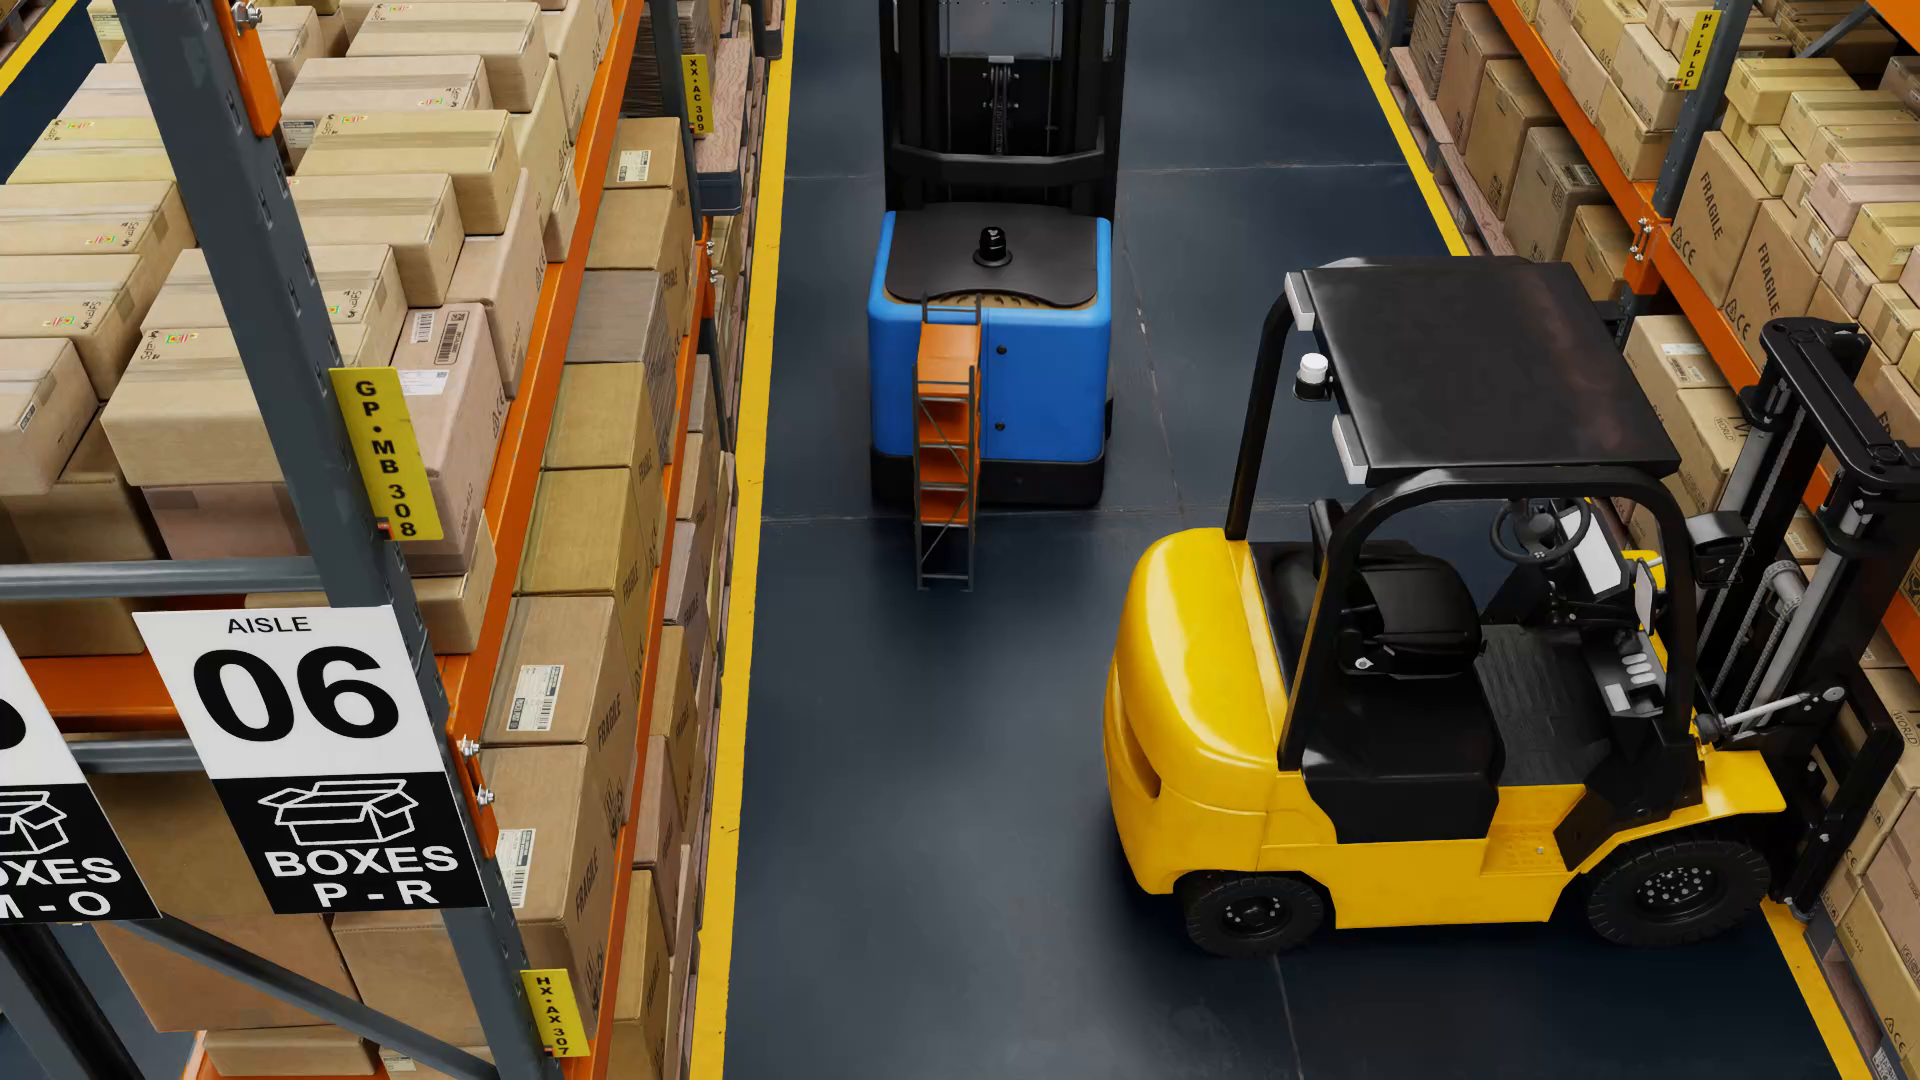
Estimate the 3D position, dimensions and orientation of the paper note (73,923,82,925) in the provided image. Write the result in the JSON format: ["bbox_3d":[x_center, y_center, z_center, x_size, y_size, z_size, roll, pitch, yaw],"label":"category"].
[{"bbox_3d":[-3.136,1.325,5.947,0.032,0.001,0.123,-2,43,-2],"label":"paper note"}]

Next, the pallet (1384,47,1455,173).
[{"bbox_3d":[3.230,-2.638,10.122,1.003,0.211,1.213,-2,43,-2],"label":"pallet"}]

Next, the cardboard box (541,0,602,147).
[{"bbox_3d":[-1.201,-1.219,4.181,0.500,0.250,0.500,-1,43,-1],"label":"cardboard box"}]

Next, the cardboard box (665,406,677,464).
[{"bbox_3d":[-1.191,-0.391,5.792,0.380,0.149,0.250,-2,43,-2],"label":"cardboard box"}]

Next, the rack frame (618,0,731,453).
[{"bbox_3d":[-1.555,-1.378,6.683,1.000,3.000,0.127,-2,43,-2],"label":"rack frame"}]

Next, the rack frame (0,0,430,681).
[{"bbox_3d":[-1.385,-0.889,1.710,1.000,3.000,0.127,-2,43,-2],"label":"rack frame"}]

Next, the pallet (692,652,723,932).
[{"bbox_3d":[-1.437,0.928,6.231,1.003,0.211,1.213,-2,43,-2],"label":"pallet"}]

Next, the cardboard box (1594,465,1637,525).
[{"bbox_3d":[3.094,-0.328,7.262,0.500,0.250,0.500,-1,43,-1],"label":"cardboard box"}]

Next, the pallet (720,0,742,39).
[{"bbox_3d":[-1.600,-2.672,8.237,1.003,0.211,1.213,-2,43,-2],"label":"pallet"}]

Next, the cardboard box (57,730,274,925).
[{"bbox_3d":[-1.625,0.469,3.634,0.700,0.500,0.500,-3,43,-3],"label":"cardboard box"}]

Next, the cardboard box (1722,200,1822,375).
[{"bbox_3d":[3.200,-0.901,6.089,0.500,0.500,0.500,-1,43,-1],"label":"cardboard box"}]

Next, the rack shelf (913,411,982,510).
[{"bbox_3d":[-0.049,-0.340,6.982,0.258,0.148,0.480,2,43,3],"label":"rack shelf"}]

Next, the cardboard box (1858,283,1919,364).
[{"bbox_3d":[3.180,-0.711,5.401,0.380,0.149,0.250,-3,43,-3],"label":"cardboard box"}]

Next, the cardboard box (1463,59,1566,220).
[{"bbox_3d":[3.311,-2.186,9.011,0.875,0.625,0.625,-3,43,-4],"label":"cardboard box"}]

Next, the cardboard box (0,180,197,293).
[{"bbox_3d":[-1.697,-0.551,3.157,0.380,0.149,0.250,-2,43,-2],"label":"cardboard box"}]

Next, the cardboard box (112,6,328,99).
[{"bbox_3d":[-1.644,-1.067,3.720,0.380,0.149,0.250,-3,43,-3],"label":"cardboard box"}]

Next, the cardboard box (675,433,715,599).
[{"bbox_3d":[-1.239,-0.060,6.415,0.500,0.500,0.500,-1,43,-1],"label":"cardboard box"}]

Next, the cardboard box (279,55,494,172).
[{"bbox_3d":[-1.215,-0.907,3.545,0.380,0.149,0.250,-2,43,-2],"label":"cardboard box"}]

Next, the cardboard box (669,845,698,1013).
[{"bbox_3d":[-1.158,1.284,5.503,0.500,0.250,0.500,0,43,0],"label":"cardboard box"}]

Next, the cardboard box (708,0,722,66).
[{"bbox_3d":[-1.311,-2.342,7.130,0.500,0.500,0.500,-2,43,-2],"label":"cardboard box"}]

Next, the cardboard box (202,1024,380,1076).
[{"bbox_3d":[-1.615,1.169,4.091,0.380,0.149,0.250,0,43,0],"label":"cardboard box"}]

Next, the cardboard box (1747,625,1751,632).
[{"bbox_3d":[3.149,0.167,6.352,0.500,0.250,0.500,-2,43,-2],"label":"cardboard box"}]

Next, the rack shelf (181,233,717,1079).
[{"bbox_3d":[-1.470,0.238,5.453,1.077,0.370,4.000,-2,43,-2],"label":"rack shelf"}]

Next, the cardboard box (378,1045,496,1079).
[{"bbox_3d":[-1.193,1.180,4.078,0.380,0.149,0.250,-1,43,-2],"label":"cardboard box"}]

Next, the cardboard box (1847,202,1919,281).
[{"bbox_3d":[3.188,-0.988,5.483,0.380,0.149,0.250,-2,43,-2],"label":"cardboard box"}]

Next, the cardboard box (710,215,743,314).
[{"bbox_3d":[-1.614,-1.403,8.345,0.950,0.372,0.625,1,43,1],"label":"cardboard box"}]

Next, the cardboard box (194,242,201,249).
[{"bbox_3d":[-1.683,-0.515,3.413,0.500,0.250,0.500,-2,43,-2],"label":"cardboard box"}]

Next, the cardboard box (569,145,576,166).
[{"bbox_3d":[-1.186,-0.973,4.207,0.380,0.149,0.250,-3,43,-3],"label":"cardboard box"}]

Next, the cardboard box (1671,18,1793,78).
[{"bbox_3d":[3.167,-2.023,6.833,0.380,0.149,0.250,0,43,0],"label":"cardboard box"}]

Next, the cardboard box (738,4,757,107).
[{"bbox_3d":[-1.711,-2.883,9.959,0.950,0.372,0.625,-4,43,-5],"label":"cardboard box"}]

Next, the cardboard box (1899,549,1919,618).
[{"bbox_3d":[3.255,0.120,4.975,0.500,0.500,0.500,-2,43,-3],"label":"cardboard box"}]

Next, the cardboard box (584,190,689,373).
[{"bbox_3d":[-1.259,-0.884,5.850,0.500,0.500,0.500,0,43,0],"label":"cardboard box"}]

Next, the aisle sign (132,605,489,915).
[{"bbox_3d":[-1.073,0.397,2.823,0.394,0.787,0.004,-2,43,-2],"label":"aisle sign"}]

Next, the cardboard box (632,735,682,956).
[{"bbox_3d":[-1.172,0.984,5.276,0.500,0.500,0.500,-3,43,-3],"label":"cardboard box"}]

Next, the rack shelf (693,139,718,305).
[{"bbox_3d":[-1.640,-2.463,8.399,1.077,0.370,4.000,-2,43,-2],"label":"rack shelf"}]

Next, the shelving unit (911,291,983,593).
[{"bbox_3d":[-0.049,-0.389,6.937,0.258,1.200,0.503,2,43,3],"label":"shelving unit"}]

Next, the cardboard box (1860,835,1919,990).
[{"bbox_3d":[3.230,1.194,5.232,0.500,0.250,0.500,-2,43,-2],"label":"cardboard box"}]

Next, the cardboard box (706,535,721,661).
[{"bbox_3d":[-1.229,0.232,6.651,0.500,0.250,0.500,-3,43,-3],"label":"cardboard box"}]

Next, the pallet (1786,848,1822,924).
[{"bbox_3d":[3.451,0.869,6.296,1.003,0.211,1.213,-2,43,-2],"label":"pallet"}]

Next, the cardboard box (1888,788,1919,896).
[{"bbox_3d":[3.215,1.021,5.050,0.500,0.250,0.500,-1,43,-1],"label":"cardboard box"}]

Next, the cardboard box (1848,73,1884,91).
[{"bbox_3d":[3.638,-2.002,7.105,0.500,0.250,0.500,-2,43,-2],"label":"cardboard box"}]

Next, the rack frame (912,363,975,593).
[{"bbox_3d":[-0.064,-0.225,6.757,0.240,1.200,0.015,2,43,3],"label":"rack frame"}]

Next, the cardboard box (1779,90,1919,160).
[{"bbox_3d":[3.240,-1.511,6.054,0.380,0.149,0.250,-1,43,-1],"label":"cardboard box"}]

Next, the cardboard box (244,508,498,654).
[{"bbox_3d":[-1.075,0.076,3.063,0.380,0.149,0.250,-2,43,-2],"label":"cardboard box"}]

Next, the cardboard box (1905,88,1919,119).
[{"bbox_3d":[3.688,-1.531,6.076,0.380,0.149,0.250,-3,43,-3],"label":"cardboard box"}]

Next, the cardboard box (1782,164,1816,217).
[{"bbox_3d":[3.206,-1.226,5.963,0.380,0.149,0.250,-2,43,-2],"label":"cardboard box"}]

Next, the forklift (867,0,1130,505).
[{"bbox_3d":[0.206,-2.222,7.655,1.130,2.935,3.031,2,43,3],"label":"forklift"}]

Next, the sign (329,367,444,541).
[{"bbox_3d":[-0.843,-0.121,2.445,0.100,0.325,0.005,-2,43,-2],"label":"sign"}]

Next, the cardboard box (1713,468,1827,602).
[{"bbox_3d":[3.155,-0.016,6.181,0.500,0.250,0.500,0,43,0],"label":"cardboard box"}]

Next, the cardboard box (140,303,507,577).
[{"bbox_3d":[-1.141,-0.185,3.052,0.500,0.250,0.500,-2,43,-3],"label":"cardboard box"}]

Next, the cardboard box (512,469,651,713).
[{"bbox_3d":[-1.177,0.155,4.717,0.500,0.500,0.500,-2,43,-3],"label":"cardboard box"}]

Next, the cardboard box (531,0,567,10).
[{"bbox_3d":[-1.163,-1.433,4.119,0.380,0.149,0.250,-1,43,-1],"label":"cardboard box"}]

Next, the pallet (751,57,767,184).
[{"bbox_3d":[-1.693,-2.523,9.996,1.003,0.211,1.213,-2,43,-2],"label":"pallet"}]

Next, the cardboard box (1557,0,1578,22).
[{"bbox_3d":[3.083,-2.668,7.832,0.500,0.250,0.500,-1,43,-1],"label":"cardboard box"}]

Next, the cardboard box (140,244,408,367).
[{"bbox_3d":[-1.223,-0.400,2.992,0.380,0.149,0.250,-2,43,-2],"label":"cardboard box"}]

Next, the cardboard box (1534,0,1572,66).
[{"bbox_3d":[3.104,-2.476,7.992,0.500,0.250,0.500,-1,43,-2],"label":"cardboard box"}]

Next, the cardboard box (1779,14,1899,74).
[{"bbox_3d":[3.603,-2.042,6.854,0.380,0.149,0.250,-3,43,-3],"label":"cardboard box"}]

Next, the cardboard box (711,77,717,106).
[{"bbox_3d":[-1.265,-1.991,7.227,0.380,0.149,0.250,-1,43,-1],"label":"cardboard box"}]

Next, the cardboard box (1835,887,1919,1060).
[{"bbox_3d":[3.226,1.392,5.385,0.500,0.250,0.500,-2,43,-2],"label":"cardboard box"}]
